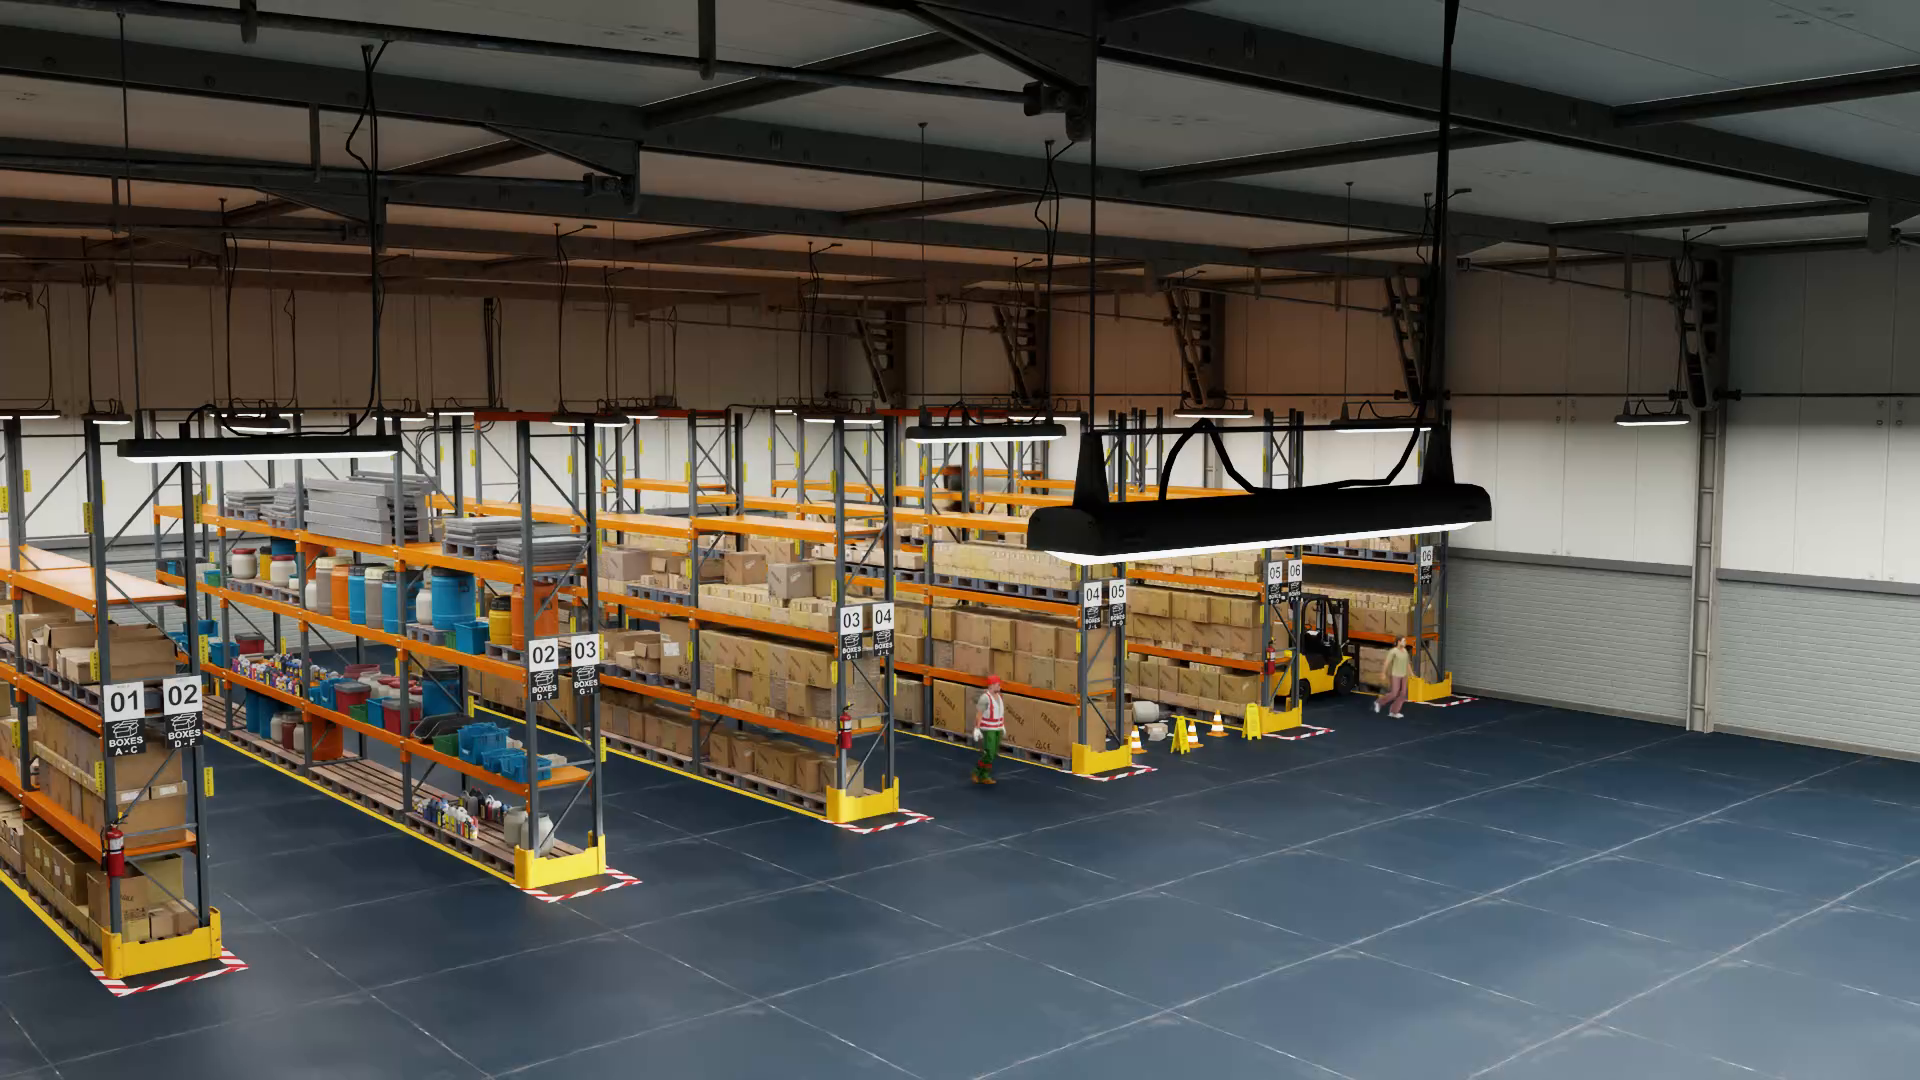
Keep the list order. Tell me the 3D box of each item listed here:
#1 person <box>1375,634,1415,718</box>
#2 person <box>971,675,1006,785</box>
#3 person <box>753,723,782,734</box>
[{"bbox_3d":[8.494,2.653,32.574,0.621,1.638,0.638,-4,6,-38],"label":"person"},{"bbox_3d":[0.452,3.069,26.885,0.458,1.776,0.644,4,6,37],"label":"person"},{"bbox_3d":[-3.583,2.763,31.043,0.767,1.714,0.697,3,6,32],"label":"person"}]
